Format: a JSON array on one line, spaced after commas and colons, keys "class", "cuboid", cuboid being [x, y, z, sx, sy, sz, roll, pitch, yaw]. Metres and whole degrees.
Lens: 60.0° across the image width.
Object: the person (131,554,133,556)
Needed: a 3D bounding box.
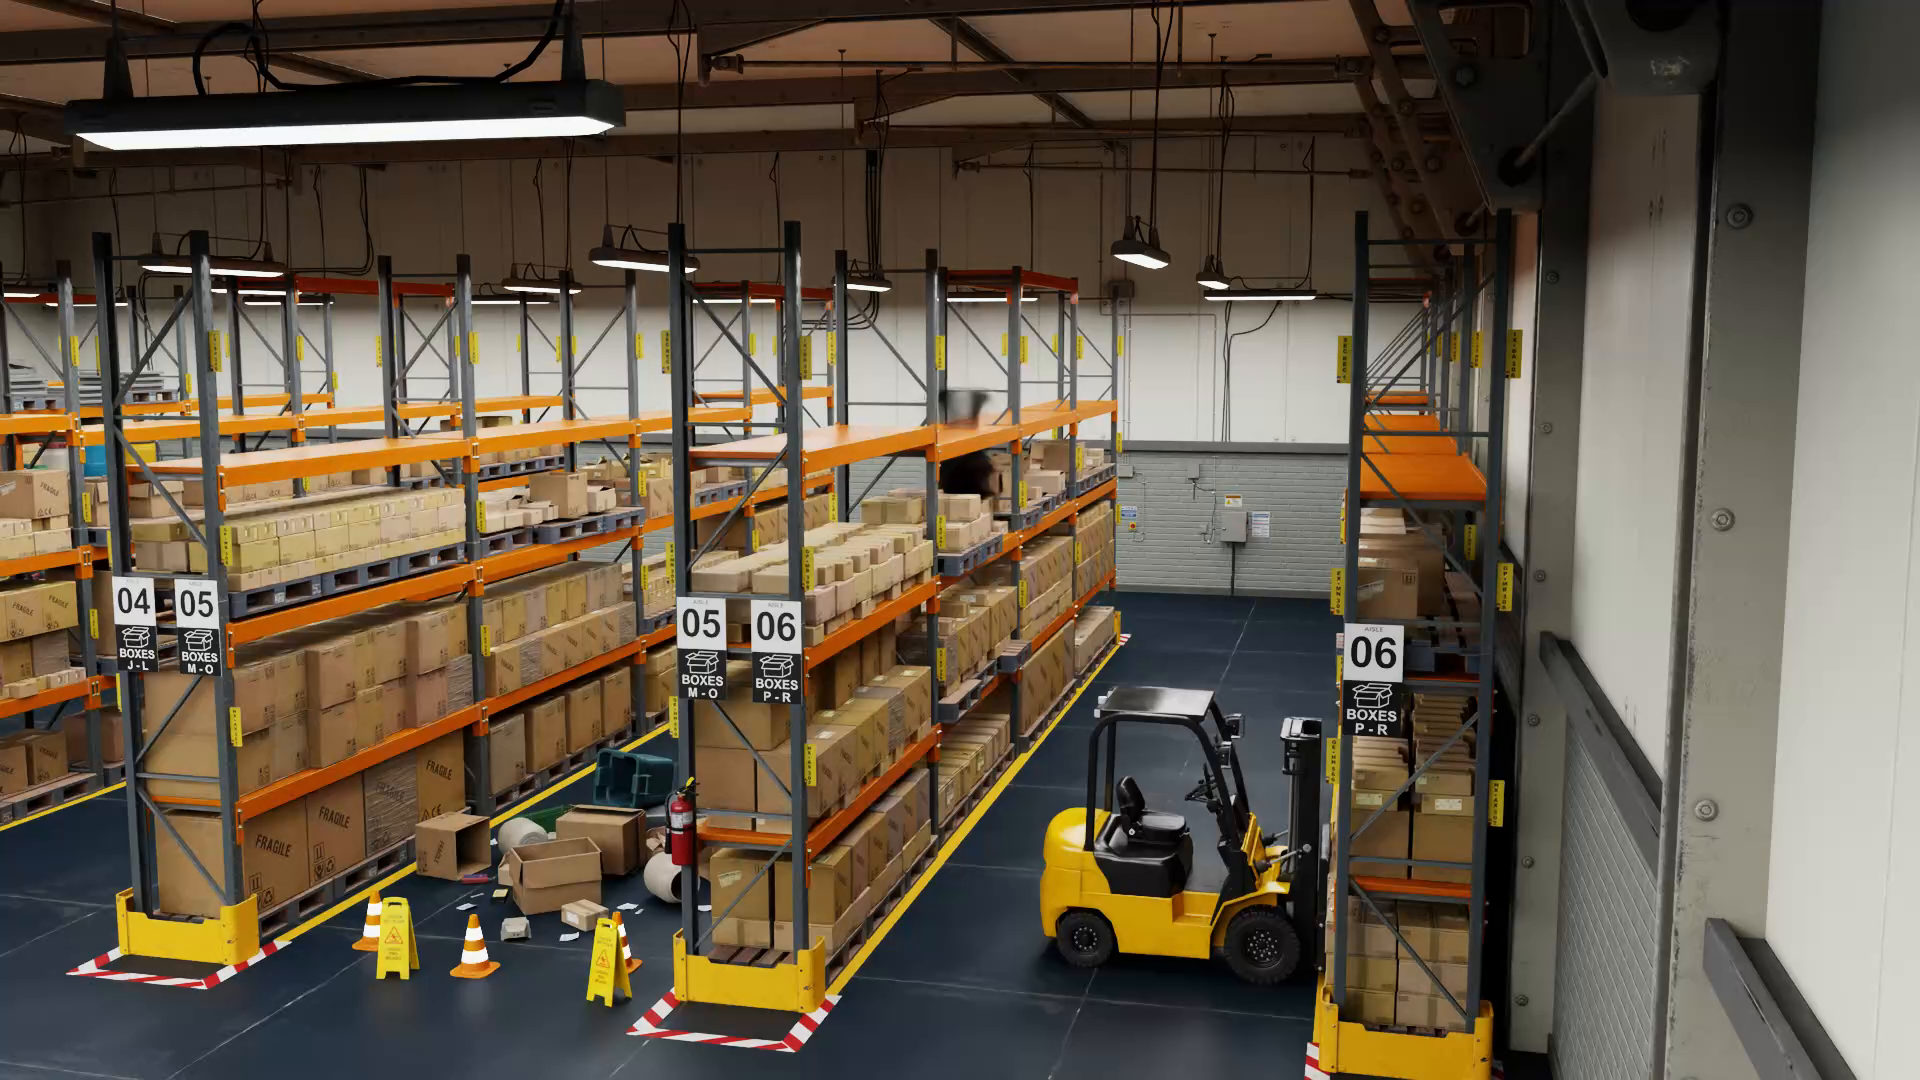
[{"class": "person", "cuboid": [-14.285, 0.788, 28.917, 0.683, 1.733, 0.807, 3, 8, 24]}]
